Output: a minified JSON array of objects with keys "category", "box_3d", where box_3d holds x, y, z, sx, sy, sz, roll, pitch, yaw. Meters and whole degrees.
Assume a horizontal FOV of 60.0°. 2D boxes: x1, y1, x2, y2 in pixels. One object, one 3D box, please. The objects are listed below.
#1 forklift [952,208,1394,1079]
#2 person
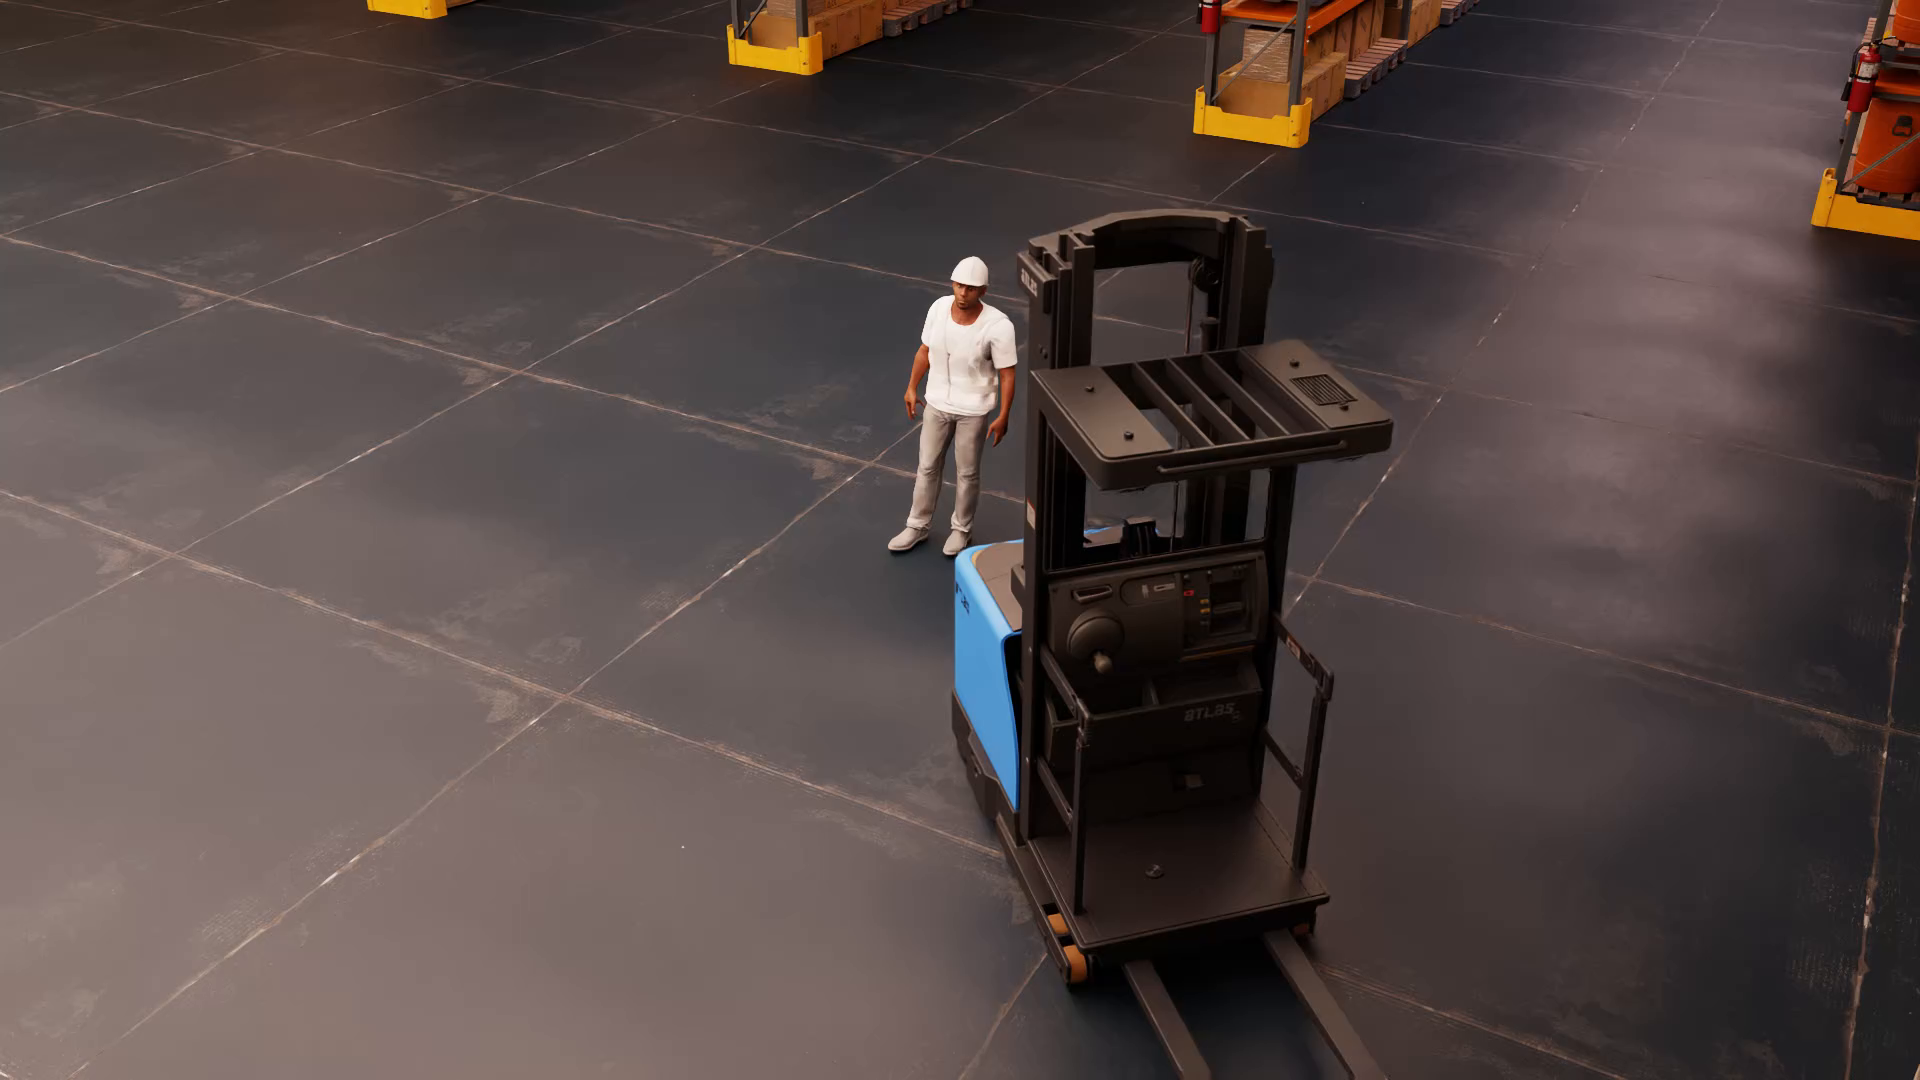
[{"category":"forklift","box_3d":[0.863,0.338,6.485,1.130,2.935,3.031,-8,31,-14]},{"category":"person","box_3d":[-0.039,-0.741,9.506,0.665,1.769,0.574,15,33,25]}]
